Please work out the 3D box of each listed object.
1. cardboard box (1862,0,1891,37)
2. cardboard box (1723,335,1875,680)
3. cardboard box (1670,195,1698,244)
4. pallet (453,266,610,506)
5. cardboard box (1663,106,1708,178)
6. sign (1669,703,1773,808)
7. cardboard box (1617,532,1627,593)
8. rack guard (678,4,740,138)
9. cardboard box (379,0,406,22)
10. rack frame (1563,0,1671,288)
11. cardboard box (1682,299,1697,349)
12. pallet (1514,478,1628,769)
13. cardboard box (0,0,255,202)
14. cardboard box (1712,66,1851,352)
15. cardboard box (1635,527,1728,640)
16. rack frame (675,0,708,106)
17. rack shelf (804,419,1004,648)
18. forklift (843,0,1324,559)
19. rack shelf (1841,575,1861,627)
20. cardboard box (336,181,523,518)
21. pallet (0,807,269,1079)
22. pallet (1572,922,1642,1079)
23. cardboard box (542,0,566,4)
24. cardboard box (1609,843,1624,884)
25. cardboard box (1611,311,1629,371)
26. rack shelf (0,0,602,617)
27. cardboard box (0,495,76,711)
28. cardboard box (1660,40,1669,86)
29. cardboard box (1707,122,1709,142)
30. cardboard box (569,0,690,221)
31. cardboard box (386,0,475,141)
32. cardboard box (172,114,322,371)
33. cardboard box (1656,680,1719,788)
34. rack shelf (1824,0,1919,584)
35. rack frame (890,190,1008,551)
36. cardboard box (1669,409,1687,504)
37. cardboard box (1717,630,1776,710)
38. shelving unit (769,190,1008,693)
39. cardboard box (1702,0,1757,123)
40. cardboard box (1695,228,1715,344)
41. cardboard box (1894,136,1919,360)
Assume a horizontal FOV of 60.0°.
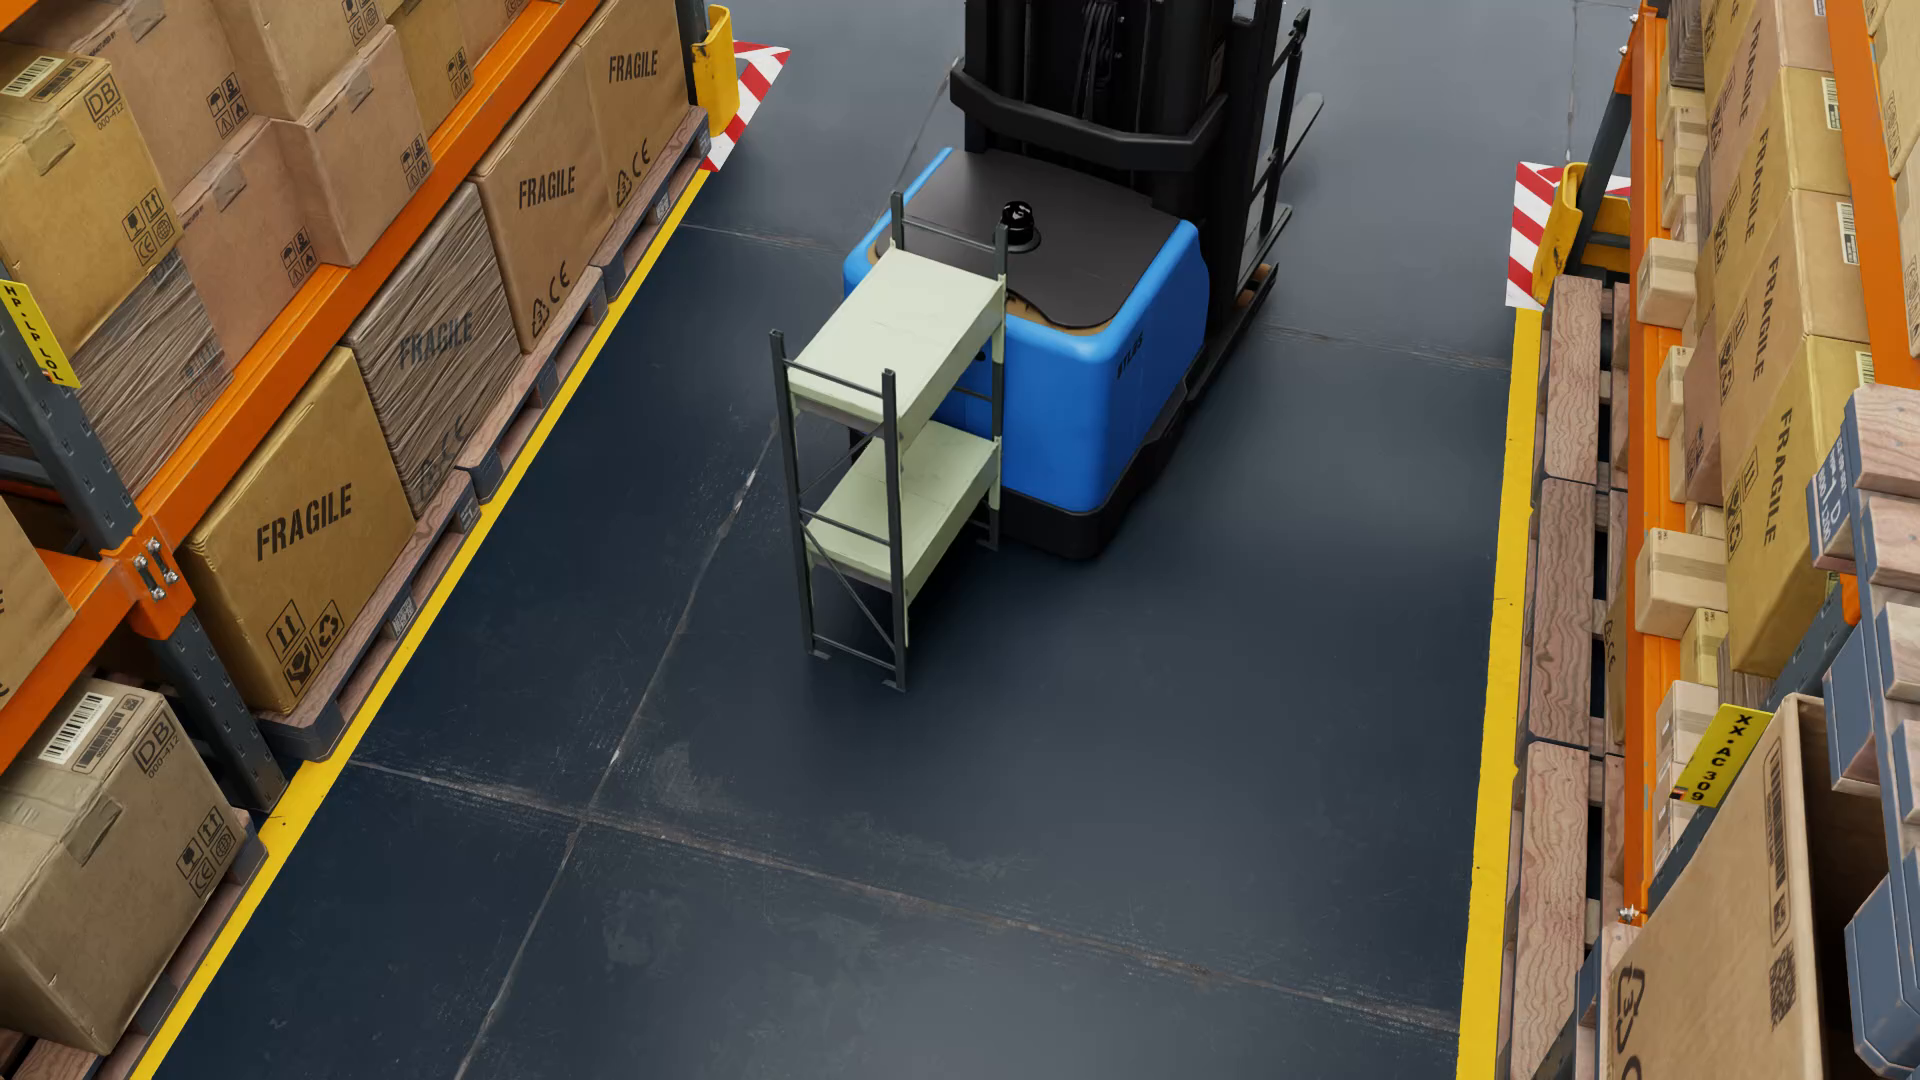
[{"bbox_3d":[2.176,-1.251,3.453,0.500,0.250,0.500,11,50,10],"label":"cardboard box"},{"bbox_3d":[1.884,-0.023,3.338,0.500,0.500,0.500,12,50,10],"label":"cardboard box"},{"bbox_3d":[2.456,-0.927,5.235,0.380,0.149,0.250,12,50,10],"label":"cardboard box"},{"bbox_3d":[-2.133,-0.730,6.754,1.003,0.211,1.213,12,50,10],"label":"pallet"},{"bbox_3d":[2.569,-1.292,5.558,0.380,0.149,0.250,12,50,10],"label":"cardboard box"},{"bbox_3d":[1.506,0.431,3.292,0.100,0.325,0.005,12,50,10],"label":"sign"},{"bbox_3d":[2.596,-0.050,5.680,0.500,0.500,0.500,16,50,14],"label":"cardboard box"},{"bbox_3d":[-1.668,-2.317,7.961,1.175,0.500,0.348,12,50,10],"label":"rack guard"},{"bbox_3d":[-2.158,-2.069,5.255,0.875,0.550,0.500,12,50,10],"label":"cardboard box"},{"bbox_3d":[3.084,-2.074,6.080,1.000,3.000,0.127,12,50,10],"label":"rack frame"},{"bbox_3d":[2.353,-0.559,4.911,0.380,0.149,0.250,12,50,10],"label":"cardboard box"},{"bbox_3d":[2.493,0.364,5.788,1.003,0.211,1.213,12,50,10],"label":"pallet"},{"bbox_3d":[-2.564,-1.321,4.595,0.875,0.550,0.550,12,50,10],"label":"cardboard box"},{"bbox_3d":[2.147,-0.747,3.976,0.500,0.500,0.500,12,50,10],"label":"cardboard box"},{"bbox_3d":[1.961,0.138,4.295,0.380,0.149,0.250,12,50,10],"label":"cardboard box"},{"bbox_3d":[-1.675,-3.126,7.009,1.000,3.000,0.127,12,50,10],"label":"rack frame"},{"bbox_3d":[-0.200,-0.067,5.744,0.431,0.370,0.720,21,52,17],"label":"rack shelf"},{"bbox_3d":[0.708,-2.013,6.071,1.130,2.935,3.031,21,52,18],"label":"forklift"},{"bbox_3d":[1.505,1.511,1.395,1.077,0.370,4.000,12,50,10],"label":"rack shelf"},{"bbox_3d":[-2.261,-0.763,6.060,0.875,0.875,0.875,12,50,10],"label":"cardboard box"},{"bbox_3d":[-2.858,1.263,4.995,1.003,0.211,1.213,12,50,10],"label":"pallet"},{"bbox_3d":[1.690,1.406,3.136,1.003,0.211,1.213,12,50,10],"label":"pallet"},{"bbox_3d":[-1.852,-2.496,6.353,0.875,0.550,0.550,12,50,10],"label":"cardboard box"},{"bbox_3d":[2.318,0.810,4.922,0.500,0.500,0.500,27,54,22],"label":"cardboard box"},{"bbox_3d":[2.903,-0.938,6.464,0.500,0.500,0.500,20,52,17],"label":"cardboard box"},{"bbox_3d":[-2.201,-1.442,6.002,1.077,0.370,4.000,12,50,10],"label":"rack shelf"},{"bbox_3d":[-2.607,0.164,4.038,0.500,0.500,0.500,11,50,10],"label":"cardboard box"},{"bbox_3d":[2.695,-1.655,5.878,0.380,0.149,0.250,12,50,10],"label":"cardboard box"},{"bbox_3d":[2.897,-1.428,5.245,0.875,0.500,0.500,12,50,10],"label":"cardboard box"},{"bbox_3d":[-1.789,-2.059,7.203,0.875,0.875,0.875,12,50,10],"label":"cardboard box"},{"bbox_3d":[-2.220,-1.725,5.671,0.875,0.550,0.500,12,50,10],"label":"cardboard box"},{"bbox_3d":[-2.519,-0.954,4.991,0.875,0.550,0.550,12,50,10],"label":"cardboard box"},{"bbox_3d":[1.879,0.509,3.967,0.380,0.149,0.250,12,50,10],"label":"cardboard box"},{"bbox_3d":[2.558,-1.382,3.949,1.077,0.370,4.000,12,50,10],"label":"rack shelf"},{"bbox_3d":[-0.035,-0.528,5.716,0.400,1.500,0.023,21,52,17],"label":"rack frame"},{"bbox_3d":[2.181,-0.206,4.599,0.380,0.149,0.250,12,50,10],"label":"cardboard box"},{"bbox_3d":[2.209,0.374,3.654,0.875,0.500,0.500,12,50,10],"label":"cardboard box"},{"bbox_3d":[-0.200,-0.283,5.499,0.431,1.500,0.755,21,52,17],"label":"shelving unit"},{"bbox_3d":[2.408,-1.471,4.615,0.500,0.500,0.500,12,50,10],"label":"cardboard box"},{"bbox_3d":[2.581,-0.716,4.616,0.875,0.500,0.500,12,50,10],"label":"cardboard box"},{"bbox_3d":[1.899,-0.505,2.795,0.500,0.250,0.500,13,50,11],"label":"cardboard box"}]
